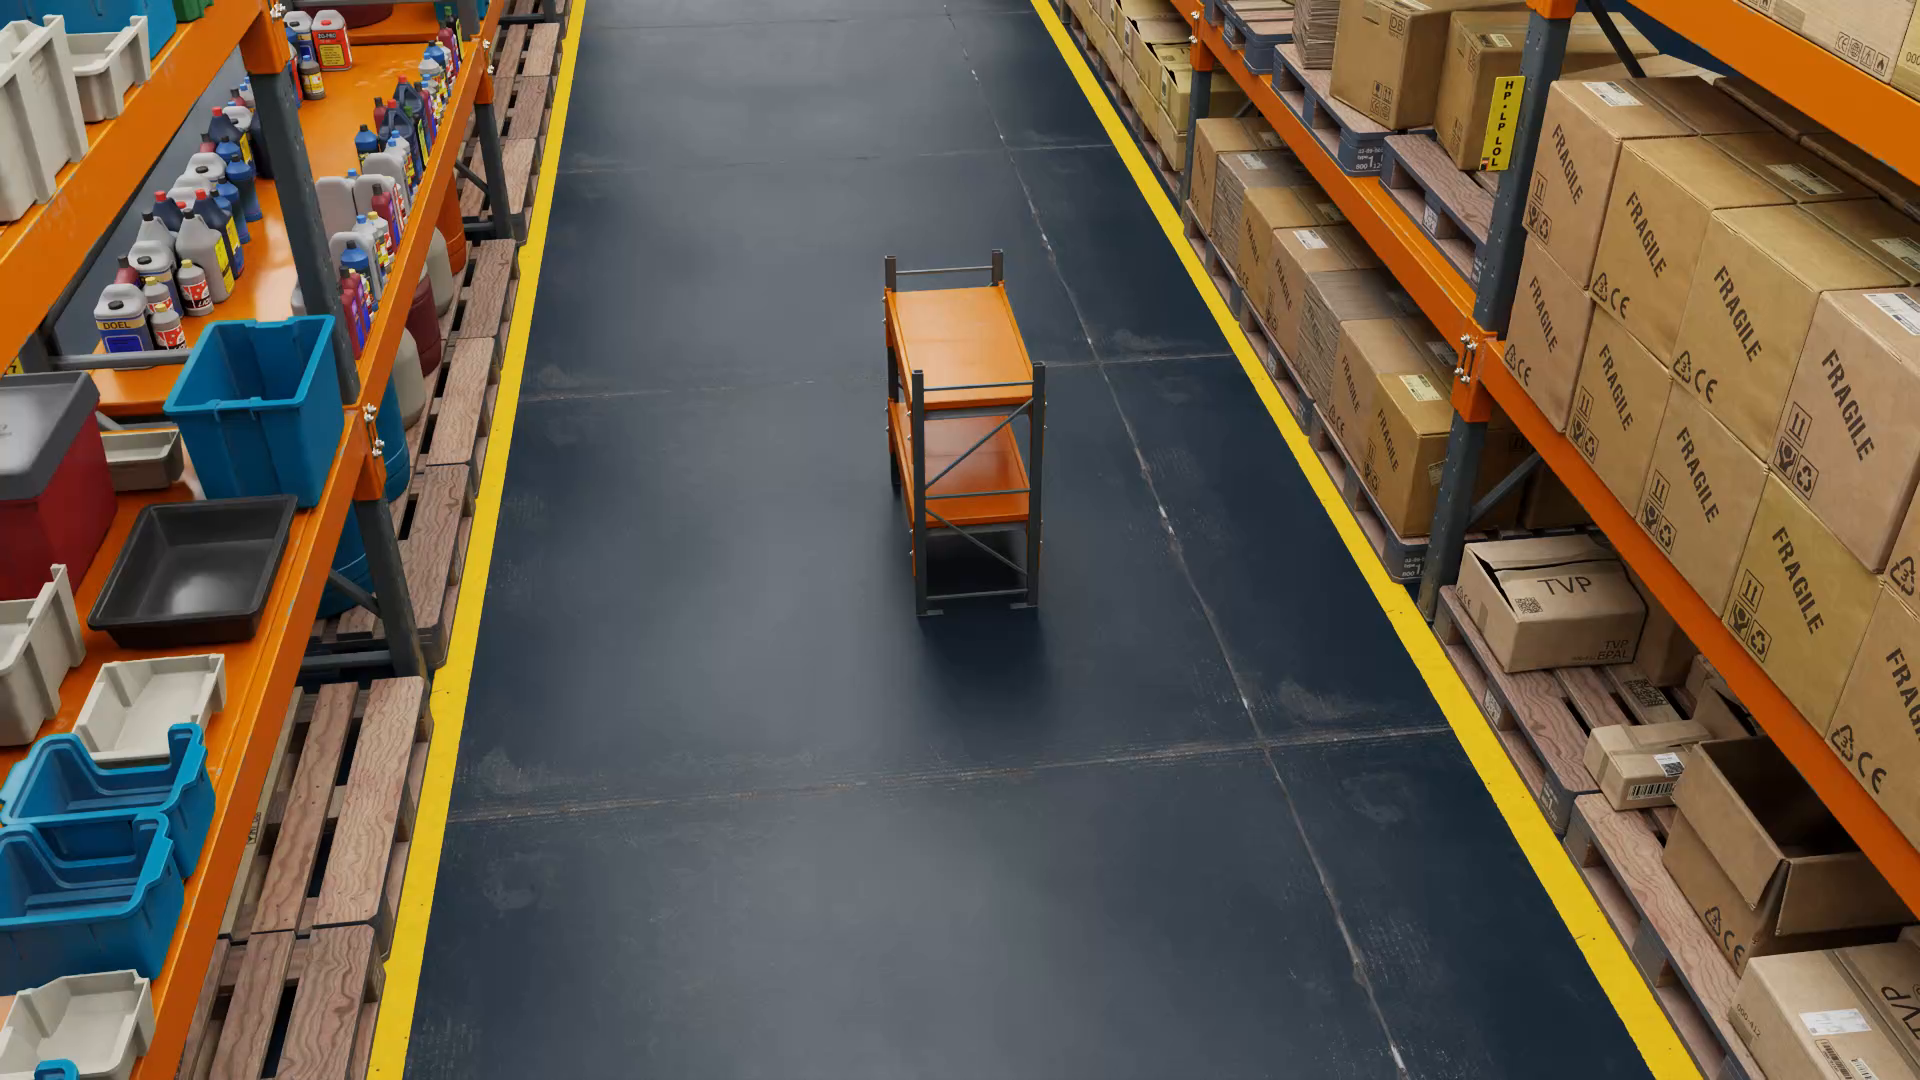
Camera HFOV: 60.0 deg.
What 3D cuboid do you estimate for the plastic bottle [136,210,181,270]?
[{"bbox_3d":[-2.975,-1.065,6.194,0.144,0.351,0.185,-4,35,-6],"label":"plastic bottle"}]

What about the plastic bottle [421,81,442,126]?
[{"bbox_3d":[-2.481,-2.034,7.747,0.097,0.201,0.097,0,34,0],"label":"plastic bottle"}]

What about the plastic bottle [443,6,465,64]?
[{"bbox_3d":[-2.588,-2.588,8.488,0.061,0.283,0.133,-4,35,-6],"label":"plastic bottle"}]

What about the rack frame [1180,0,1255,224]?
[{"bbox_3d":[1.844,-3.203,9.286,1.000,3.000,0.127,-4,35,-6],"label":"rack frame"}]

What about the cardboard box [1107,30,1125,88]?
[{"bbox_3d":[1.322,-3.370,11.601,0.500,0.250,0.500,-4,34,-5],"label":"cardboard box"}]

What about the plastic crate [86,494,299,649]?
[{"bbox_3d":[-2.110,0.095,4.637,0.437,0.125,0.590,-4,35,-6],"label":"plastic crate"}]

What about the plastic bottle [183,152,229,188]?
[{"bbox_3d":[-3.067,-1.432,6.797,0.152,0.276,0.135,-4,35,-6],"label":"plastic bottle"}]

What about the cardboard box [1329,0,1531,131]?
[{"bbox_3d":[2.083,-2.167,7.304,0.700,0.500,0.500,-13,36,-18],"label":"cardboard box"}]

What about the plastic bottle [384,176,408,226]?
[{"bbox_3d":[-2.325,-1.386,6.797,0.097,0.201,0.097,0,34,0],"label":"plastic bottle"}]

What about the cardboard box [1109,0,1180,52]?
[{"bbox_3d":[1.323,-3.597,11.435,0.500,0.311,0.500,-3,34,-5],"label":"cardboard box"}]

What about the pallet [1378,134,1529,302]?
[{"bbox_3d":[2.382,-1.346,6.731,1.003,0.211,1.213,-4,35,-6],"label":"pallet"}]

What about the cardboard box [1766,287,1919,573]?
[{"bbox_3d":[2.375,-0.278,4.018,0.500,0.500,0.500,-3,34,-5],"label":"cardboard box"}]

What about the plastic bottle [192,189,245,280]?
[{"bbox_3d":[-2.857,-1.180,6.361,0.144,0.351,0.185,-4,35,-6],"label":"plastic bottle"}]

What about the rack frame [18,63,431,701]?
[{"bbox_3d":[-2.527,-0.598,5.463,1.000,3.000,0.127,-4,35,-6],"label":"rack frame"}]

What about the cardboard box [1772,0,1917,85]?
[{"bbox_3d":[2.331,-1.300,3.963,0.500,0.250,0.500,-4,35,-6],"label":"cardboard box"}]

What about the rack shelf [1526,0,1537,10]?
[{"bbox_3d":[2.113,-3.029,7.006,1.077,0.370,4.000,-4,35,-6],"label":"rack shelf"}]

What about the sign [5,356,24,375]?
[{"bbox_3d":[-3.072,-0.671,5.326,0.100,0.325,0.005,-4,35,-6],"label":"sign"}]

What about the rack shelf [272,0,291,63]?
[{"bbox_3d":[-2.796,-2.656,6.459,1.077,0.370,4.000,-4,35,-6],"label":"rack shelf"}]

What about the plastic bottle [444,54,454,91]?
[{"bbox_3d":[-2.546,-2.305,8.146,0.097,0.201,0.097,0,34,0],"label":"plastic bottle"}]

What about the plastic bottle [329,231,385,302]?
[{"bbox_3d":[-2.261,-1.038,6.219,0.152,0.276,0.135,-4,35,-6],"label":"plastic bottle"}]

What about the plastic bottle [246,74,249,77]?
[{"bbox_3d":[-3.261,-2.050,7.699,0.061,0.283,0.133,-4,35,-6],"label":"plastic bottle"}]

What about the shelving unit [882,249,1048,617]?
[{"bbox_3d":[0.001,-0.461,6.928,0.538,1.125,1.048,-4,35,-6],"label":"shelving unit"}]

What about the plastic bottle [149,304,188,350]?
[{"bbox_3d":[-2.779,-0.731,5.835,0.097,0.201,0.097,0,34,0],"label":"plastic bottle"}]

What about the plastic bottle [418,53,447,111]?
[{"bbox_3d":[-2.507,-2.171,7.887,0.097,0.271,0.097,0,34,0],"label":"plastic bottle"}]

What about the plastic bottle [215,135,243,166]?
[{"bbox_3d":[-3.067,-1.571,7.007,0.097,0.271,0.097,0,34,0],"label":"plastic bottle"}]

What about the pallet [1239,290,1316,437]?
[{"bbox_3d":[2.068,-0.952,8.459,1.003,0.211,1.213,-4,35,-6],"label":"pallet"}]

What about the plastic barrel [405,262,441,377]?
[{"bbox_3d":[-2.831,-1.105,7.976,0.600,0.588,0.708,-4,35,-6],"label":"plastic barrel"}]

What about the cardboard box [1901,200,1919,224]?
[{"bbox_3d":[2.845,-0.596,4.484,0.500,0.500,0.500,-4,34,-6],"label":"cardboard box"}]

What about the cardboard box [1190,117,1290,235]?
[{"bbox_3d":[1.622,-2.076,9.462,0.500,0.500,0.500,-3,34,-4],"label":"cardboard box"}]

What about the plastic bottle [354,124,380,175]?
[{"bbox_3d":[-2.525,-1.642,7.111,0.097,0.271,0.097,0,34,0],"label":"plastic bottle"}]

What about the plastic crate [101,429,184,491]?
[{"bbox_3d":[-2.606,-0.243,5.124,0.396,0.136,0.243,-4,35,-6],"label":"plastic crate"}]

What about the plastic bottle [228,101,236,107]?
[{"bbox_3d":[-3.183,-1.799,7.341,0.097,0.271,0.097,0,34,0],"label":"plastic bottle"}]

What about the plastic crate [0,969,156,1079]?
[{"bbox_3d":[-1.748,0.992,3.311,0.250,0.136,0.298,-4,35,-6],"label":"plastic crate"}]

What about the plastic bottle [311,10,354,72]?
[{"bbox_3d":[-3.176,-2.524,8.400,0.152,0.276,0.135,-4,35,-6],"label":"plastic bottle"}]

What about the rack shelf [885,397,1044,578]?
[{"bbox_3d":[0.001,-0.259,7.065,0.538,0.278,1.000,-4,35,-6],"label":"rack shelf"}]

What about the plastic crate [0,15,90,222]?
[{"bbox_3d":[-1.981,-0.816,3.226,0.437,0.282,0.530,-4,35,-6],"label":"plastic crate"}]

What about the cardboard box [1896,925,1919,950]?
[{"bbox_3d":[2.993,1.333,4.682,0.500,0.250,0.500,-4,35,-6],"label":"cardboard box"}]

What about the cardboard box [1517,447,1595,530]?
[{"bbox_3d":[2.558,-0.408,7.014,0.500,0.500,0.500,-6,35,-9],"label":"cardboard box"}]

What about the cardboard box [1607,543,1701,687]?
[{"bbox_3d":[2.739,0.177,6.156,0.500,0.500,0.500,-4,35,-6],"label":"cardboard box"}]

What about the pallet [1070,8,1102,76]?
[{"bbox_3d":[1.444,-3.875,12.748,1.003,0.211,1.213,-4,35,-6],"label":"pallet"}]

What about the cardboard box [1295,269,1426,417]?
[{"bbox_3d":[1.906,-0.930,7.780,0.500,0.500,0.500,-4,34,-6],"label":"cardboard box"}]

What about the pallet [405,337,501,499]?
[{"bbox_3d":[-2.757,-0.561,7.886,1.003,0.211,1.213,-4,35,-6],"label":"pallet"}]

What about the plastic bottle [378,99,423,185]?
[{"bbox_3d":[-2.411,-1.709,7.137,0.144,0.351,0.185,-4,35,-6],"label":"plastic bottle"}]

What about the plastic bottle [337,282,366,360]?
[{"bbox_3d":[-2.154,-0.786,5.844,0.061,0.283,0.133,-4,35,-6],"label":"plastic bottle"}]

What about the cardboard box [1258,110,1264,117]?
[{"bbox_3d":[2.064,-2.786,10.246,0.500,0.311,0.500,-3,34,-5],"label":"cardboard box"}]

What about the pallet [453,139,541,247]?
[{"bbox_3d":[-3.131,-2.113,10.163,1.003,0.211,1.213,-4,35,-6],"label":"pallet"}]

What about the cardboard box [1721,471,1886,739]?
[{"bbox_3d":[2.387,0.141,4.290,0.500,0.500,0.500,-5,35,-7],"label":"cardboard box"}]
